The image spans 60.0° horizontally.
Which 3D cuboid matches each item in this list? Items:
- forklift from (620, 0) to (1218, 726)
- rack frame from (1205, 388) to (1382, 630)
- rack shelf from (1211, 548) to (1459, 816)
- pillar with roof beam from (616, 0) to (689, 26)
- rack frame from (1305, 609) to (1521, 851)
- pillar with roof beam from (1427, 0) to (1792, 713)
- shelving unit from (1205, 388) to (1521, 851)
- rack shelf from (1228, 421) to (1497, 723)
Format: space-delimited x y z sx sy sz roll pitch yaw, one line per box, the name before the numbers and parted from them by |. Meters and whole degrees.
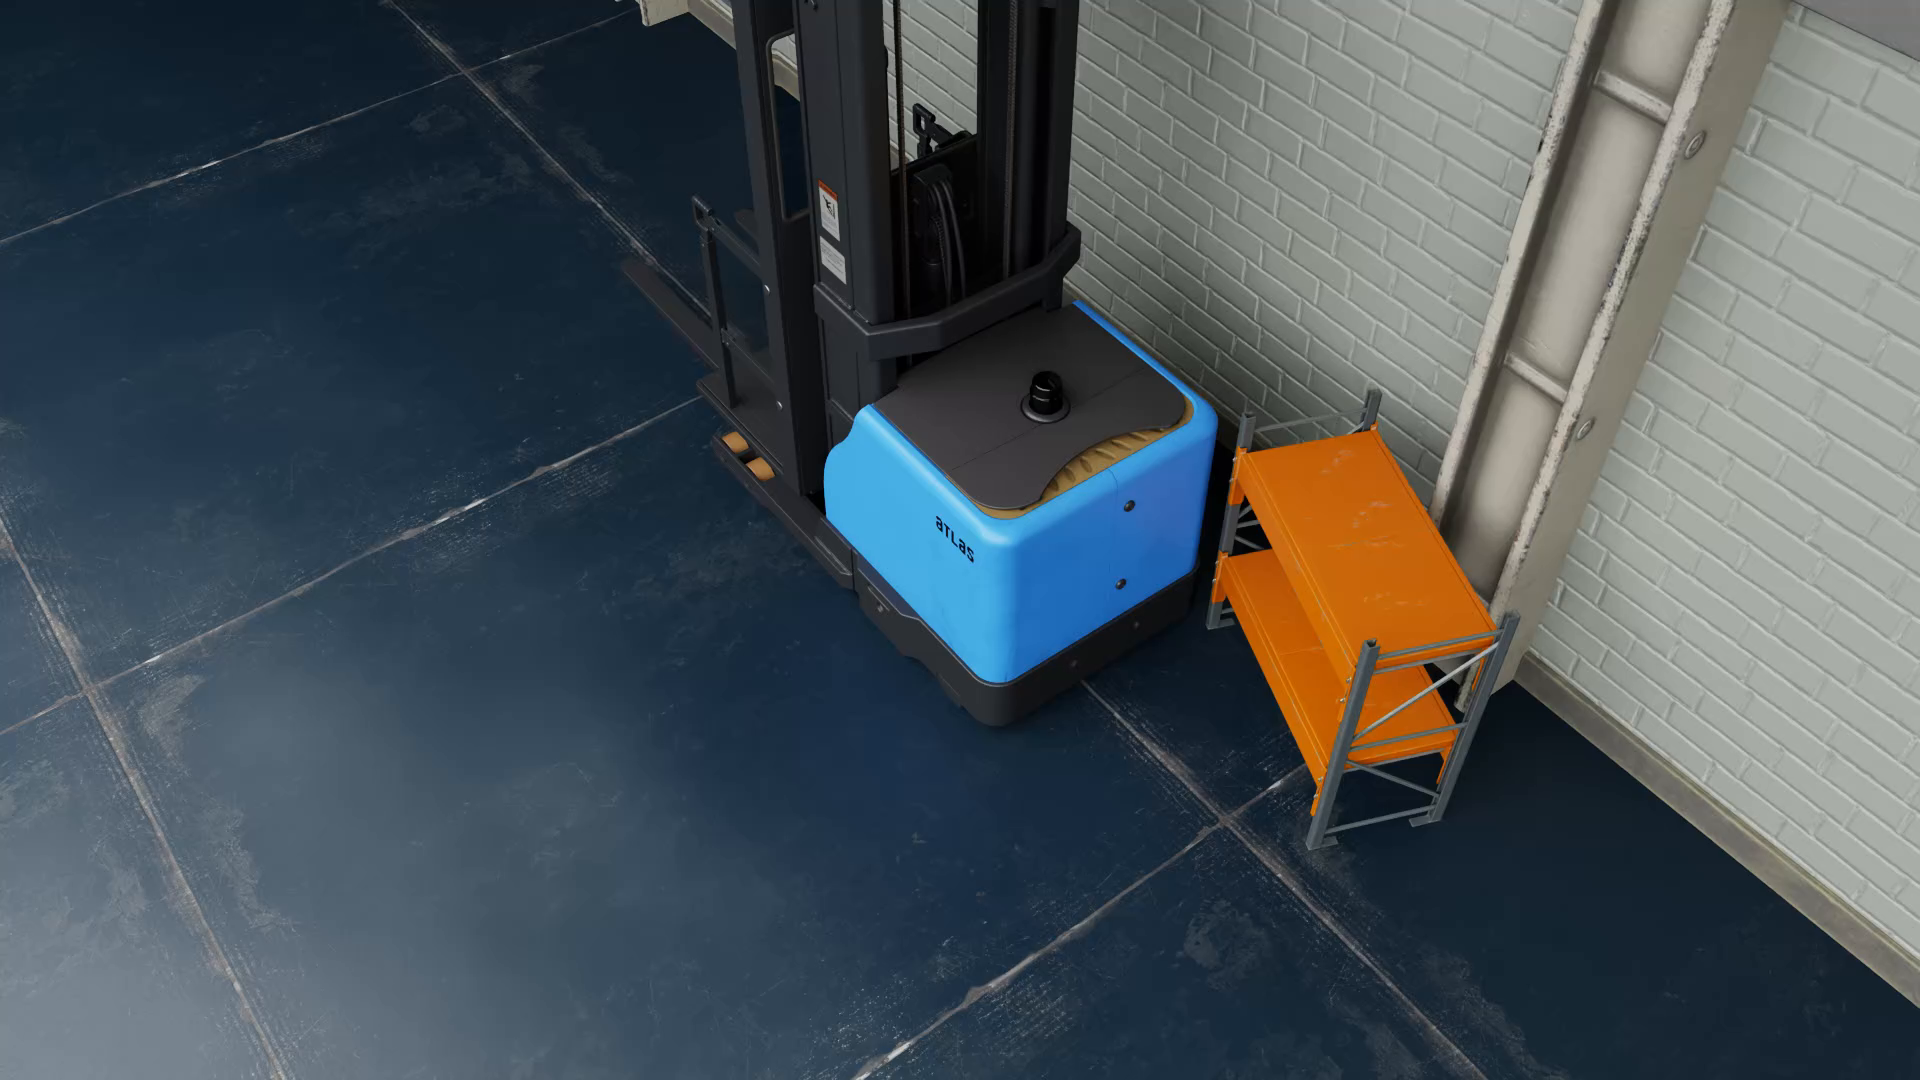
forklift | -0.378 -1.358 6.001 1.130 2.935 3.031 -29 54 -24
rack frame | 1.198 -0.086 6.068 0.500 1.125 0.032 -11 49 -10
rack shelf | 1.324 0.443 5.918 0.538 0.278 1.000 -11 49 -10
pillar with roof beam | -5.187 -4.170 4.455 9.100 9.000 0.400 -29 54 -24
rack frame | 1.449 0.644 5.406 0.500 1.125 0.032 -11 49 -10
pillar with roof beam | -1.554 -0.632 1.248 9.100 9.000 0.400 -29 54 -24
shelving unit | 1.324 0.279 5.737 0.538 1.125 1.048 -11 49 -10
rack shelf | 1.324 0.082 5.520 0.538 0.278 1.000 -11 49 -10
